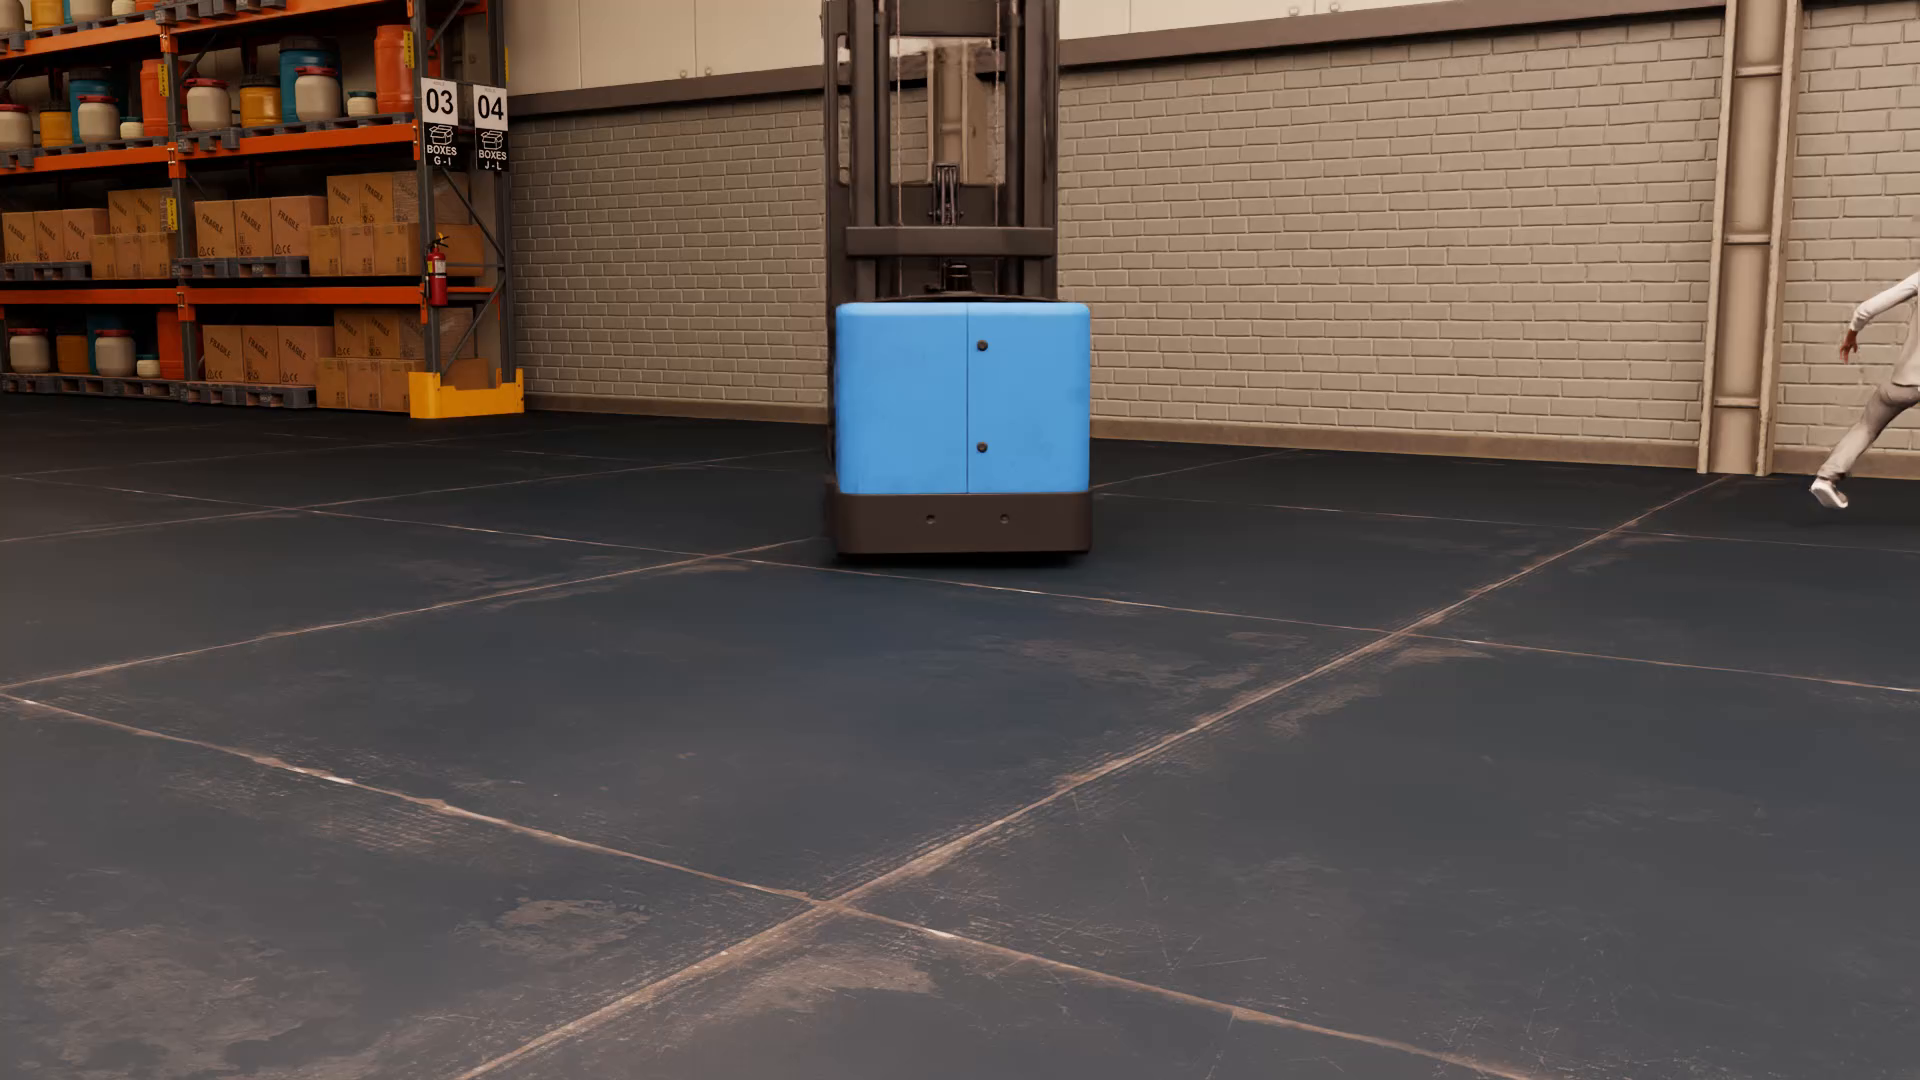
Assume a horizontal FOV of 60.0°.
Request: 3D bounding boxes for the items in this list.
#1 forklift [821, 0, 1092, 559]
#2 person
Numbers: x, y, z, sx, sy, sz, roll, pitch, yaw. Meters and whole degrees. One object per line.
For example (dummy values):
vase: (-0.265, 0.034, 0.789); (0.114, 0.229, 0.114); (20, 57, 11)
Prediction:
forklift: (-0.111, -1.541, 8.029); (1.130, 2.935, 3.031); (-1, 8, -5)
person: (4.678, -0.741, 7.880); (1.032, 1.488, 0.489); (6, 10, 37)
